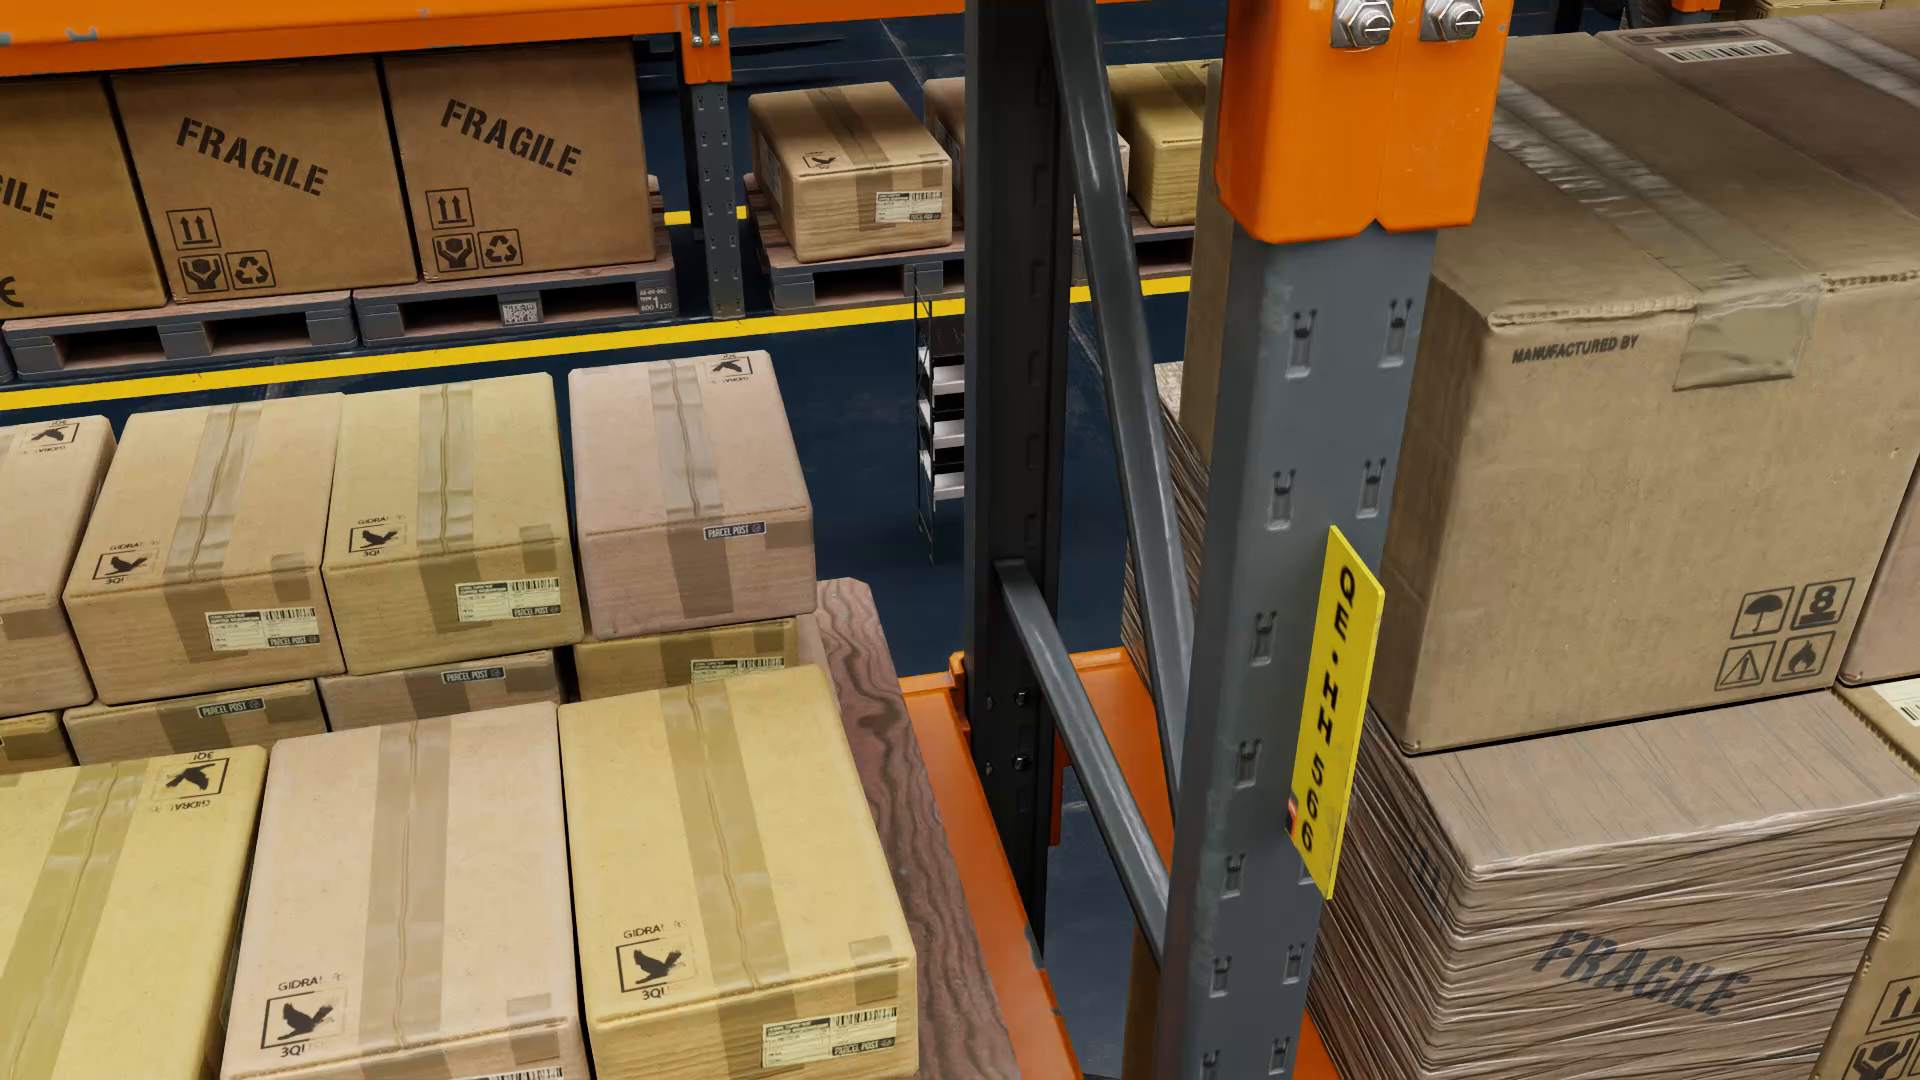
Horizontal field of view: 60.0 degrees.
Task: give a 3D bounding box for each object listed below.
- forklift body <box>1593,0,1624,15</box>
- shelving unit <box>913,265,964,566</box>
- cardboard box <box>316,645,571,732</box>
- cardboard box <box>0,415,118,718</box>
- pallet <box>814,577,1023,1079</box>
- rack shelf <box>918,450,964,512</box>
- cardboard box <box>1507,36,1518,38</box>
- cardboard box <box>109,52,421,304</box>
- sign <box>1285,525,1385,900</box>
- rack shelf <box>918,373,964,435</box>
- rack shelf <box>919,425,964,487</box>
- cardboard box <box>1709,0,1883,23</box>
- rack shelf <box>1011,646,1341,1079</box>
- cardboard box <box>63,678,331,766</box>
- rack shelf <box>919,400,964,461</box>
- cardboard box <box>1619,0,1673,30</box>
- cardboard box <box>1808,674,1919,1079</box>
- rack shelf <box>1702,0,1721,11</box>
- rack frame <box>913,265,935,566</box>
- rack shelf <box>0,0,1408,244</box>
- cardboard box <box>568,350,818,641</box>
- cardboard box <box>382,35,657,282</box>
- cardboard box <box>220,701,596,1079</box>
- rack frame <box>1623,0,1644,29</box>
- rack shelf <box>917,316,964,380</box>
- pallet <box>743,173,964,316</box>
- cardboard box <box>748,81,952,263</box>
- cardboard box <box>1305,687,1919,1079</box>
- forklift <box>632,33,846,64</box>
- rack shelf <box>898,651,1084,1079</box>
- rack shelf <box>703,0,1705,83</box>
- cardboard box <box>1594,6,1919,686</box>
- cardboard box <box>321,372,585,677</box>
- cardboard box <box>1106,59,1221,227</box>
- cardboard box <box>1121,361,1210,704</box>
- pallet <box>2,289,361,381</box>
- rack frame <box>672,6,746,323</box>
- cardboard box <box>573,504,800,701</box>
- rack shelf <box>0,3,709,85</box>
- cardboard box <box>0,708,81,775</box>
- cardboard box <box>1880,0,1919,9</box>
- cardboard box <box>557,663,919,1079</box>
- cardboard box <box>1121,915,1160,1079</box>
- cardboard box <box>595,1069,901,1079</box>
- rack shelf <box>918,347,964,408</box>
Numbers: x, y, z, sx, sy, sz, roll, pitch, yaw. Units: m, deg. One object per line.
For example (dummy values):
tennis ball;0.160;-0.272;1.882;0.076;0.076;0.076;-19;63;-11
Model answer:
forklift body;4.242;-4.480;9.996;1.214;2.155;2.313;-7;35;-11
shelving unit;-0.008;-0.373;4.998;0.210;0.900;0.258;-7;35;-11
cardboard box;-0.605;0.092;2.002;0.250;0.149;0.380;-6;34;-8
cardboard box;-1.078;0.030;1.828;0.250;0.149;0.380;-9;35;-13
pallet;-0.496;0.526;1.946;1.003;0.211;1.213;-7;35;-11
rack shelf;-0.008;-0.196;5.117;0.200;0.077;0.258;-7;35;-11
cardboard box;2.375;-1.886;7.350;0.625;0.372;0.950;-7;34;-10
cardboard box;-2.578;-1.522;6.356;0.875;0.875;0.875;-7;34;-10
sign;0.304;0.147;1.371;0.005;0.325;0.100;-7;35;-11
rack shelf;-0.008;-0.420;4.966;0.200;0.077;0.258;-7;35;-11
rack shelf;-0.008;-0.270;5.066;0.200;0.077;0.258;-7;35;-11
cardboard box;3.521;-2.138;7.162;0.500;0.500;0.500;-6;34;-8
rack shelf;2.126;0.354;2.676;4.000;0.370;1.077;-7;35;-11
cardboard box;-0.864;0.127;1.951;0.250;0.149;0.380;-8;35;-12
rack shelf;-0.008;-0.345;5.016;0.200;0.077;0.258;-7;35;-11
cardboard box;3.404;-2.431;7.599;0.500;0.500;0.500;-8;35;-11
cardboard box;1.168;0.287;2.041;0.500;0.500;0.500;-7;35;-11
rack shelf;4.837;-2.816;7.399;4.000;0.370;1.077;-7;35;-11
rack frame;-0.107;-0.360;4.979;0.006;0.900;0.240;-7;35;-11
rack shelf;-1.775;-0.400;1.108;4.000;0.370;1.077;-7;35;-11
cardboard box;-0.322;-0.064;1.968;0.250;0.149;0.380;-7;35;-10
cardboard box;-1.707;-1.629;6.516;0.875;0.875;0.875;-7;35;-11
cardboard box;-0.447;0.323;1.391;0.250;0.149;0.380;-8;35;-11
rack frame;2.885;-2.870;6.835;0.053;2.616;0.949;-7;35;-11
rack shelf;-0.008;-0.569;4.866;0.200;0.077;0.258;-7;35;-11
pallet;-0.253;-1.314;7.019;1.213;0.211;1.003;-7;35;-11
cardboard box;-0.462;-1.524;6.811;0.625;0.372;0.950;-9;35;-14
cardboard box;0.673;0.351;1.945;0.500;0.500;0.500;-7;34;-10
forklift;-2.151;-3.642;8.104;3.031;2.867;1.129;-8;35;-11
rack shelf;-1.775;0.846;1.943;4.000;0.370;1.077;-7;35;-11
rack shelf;0.935;-2.324;6.667;4.000;0.370;1.077;-7;35;-11
cardboard box;1.108;-0.268;1.971;0.500;0.500;0.700;-8;35;-11
cardboard box;-0.580;-0.030;1.917;0.250;0.149;0.380;-8;35;-12
cardboard box;0.997;-1.709;7.087;0.625;0.372;0.950;-6;34;-9
cardboard box;0.555;0.058;2.382;0.500;0.500;0.500;-7;35;-11
pallet;-2.988;-1.015;6.573;1.213;0.211;1.003;-7;35;-11
rack frame;-1.015;-2.377;6.100;0.127;3.000;1.000;-7;35;-11
cardboard box;-0.340;0.058;2.054;0.250;0.149;0.380;-6;34;-8
rack shelf;-2.966;-1.832;5.934;4.000;0.370;1.077;-7;35;-11
cardboard box;-1.110;0.158;1.904;0.250;0.149;0.380;-7;35;-10
cardboard box;4.041;-2.211;7.270;0.500;0.500;0.500;-6;34;-9
cardboard box;-0.202;0.293;1.435;0.250;0.149;0.380;-9;35;-12
cardboard box;0.789;1.035;2.658;0.750;0.750;1.050;-8;35;-11
cardboard box;-0.206;0.416;1.520;0.250;0.149;0.380;-6;34;-10
rack shelf;-0.008;-0.494;4.916;0.200;0.077;0.258;-7;35;-11
